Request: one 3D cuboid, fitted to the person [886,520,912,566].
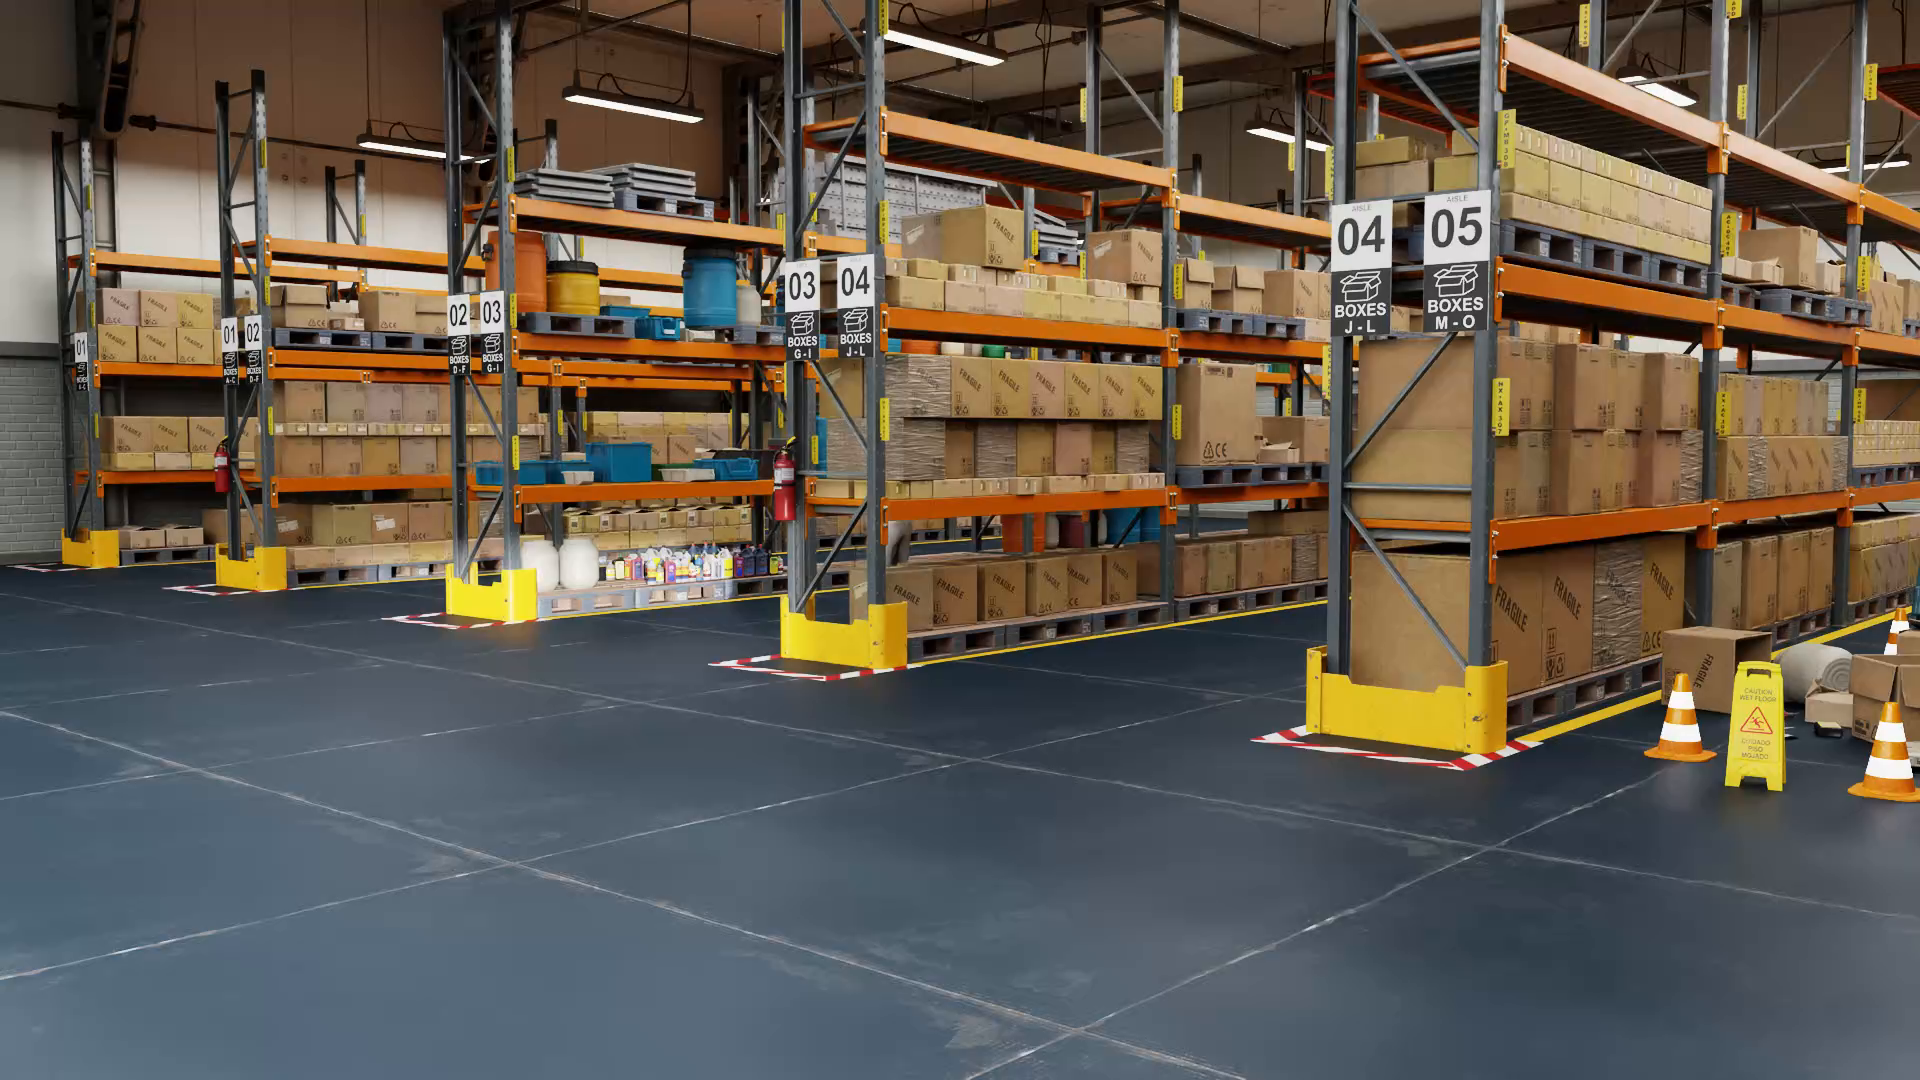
[{"bbox_3d":[-0.687,-0.059,16.388,0.416,1.671,0.495,3,5,39],"label":"person"}]
